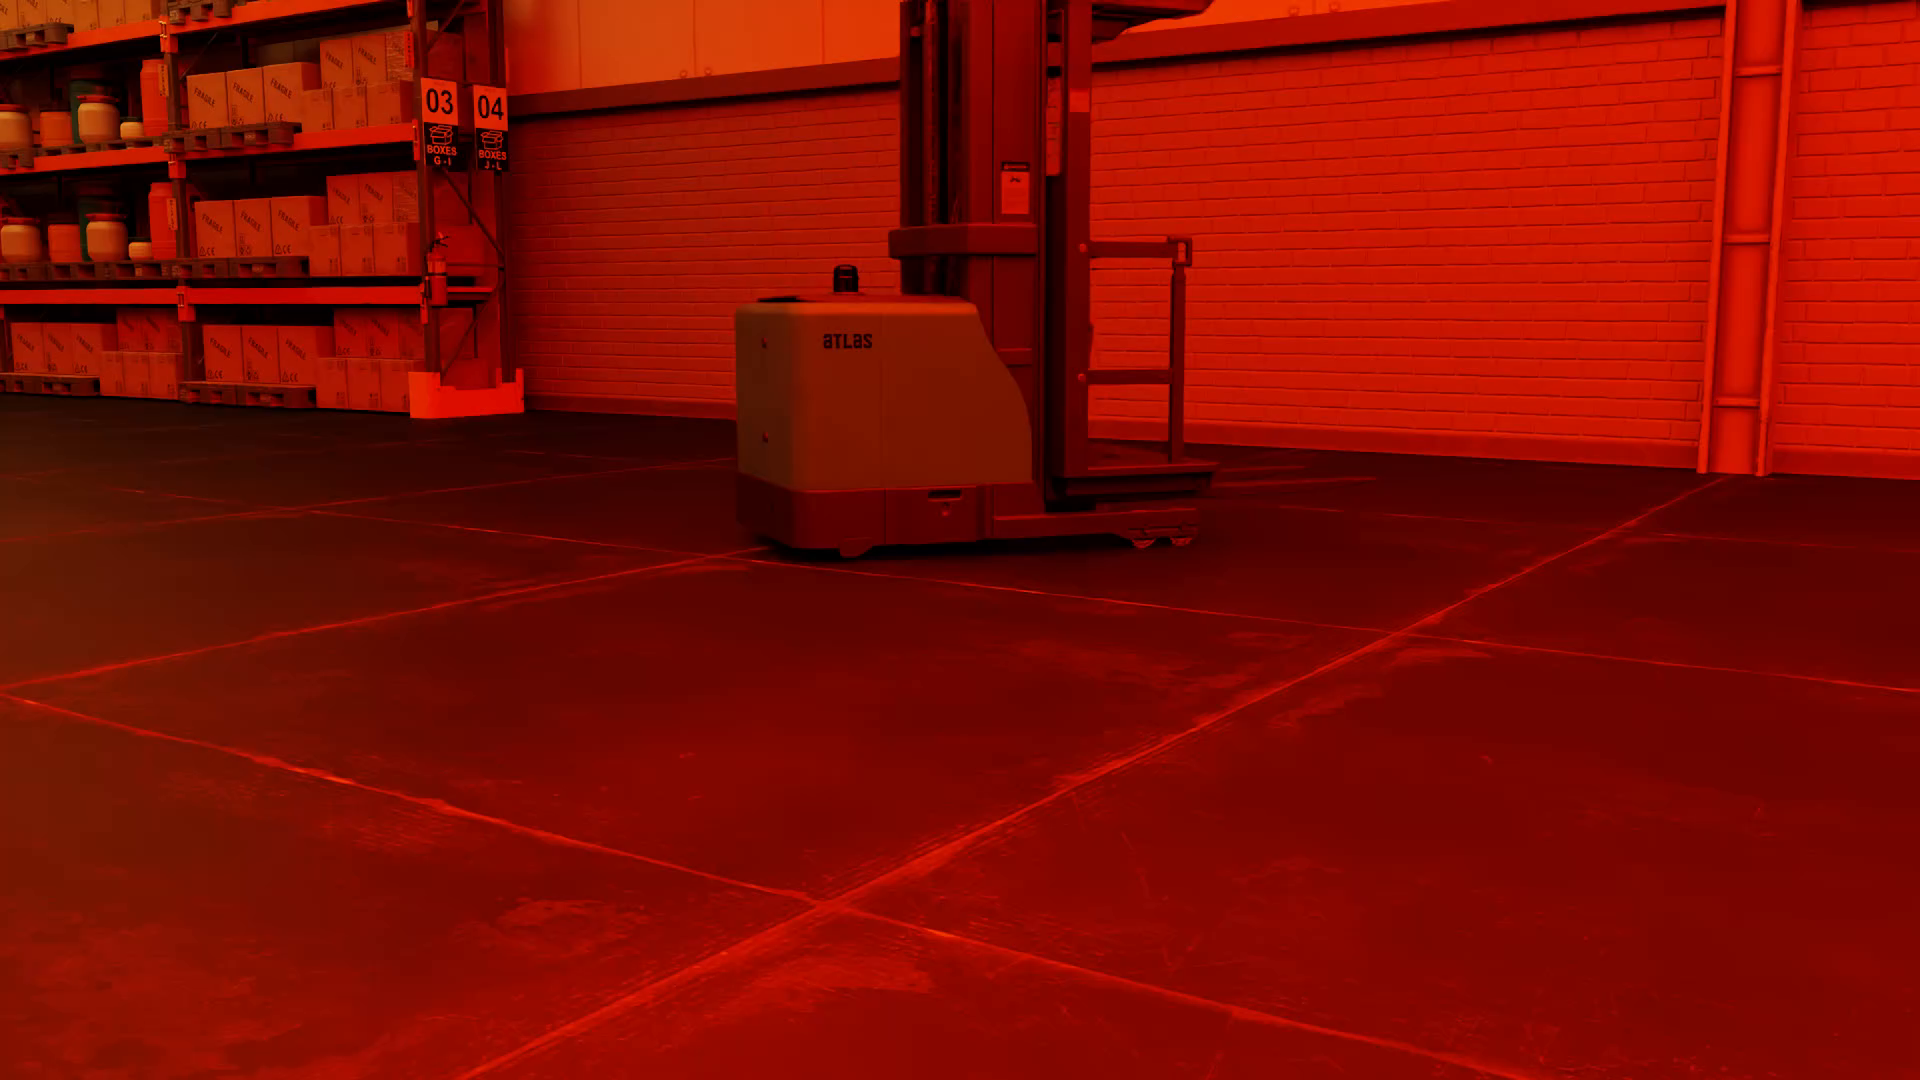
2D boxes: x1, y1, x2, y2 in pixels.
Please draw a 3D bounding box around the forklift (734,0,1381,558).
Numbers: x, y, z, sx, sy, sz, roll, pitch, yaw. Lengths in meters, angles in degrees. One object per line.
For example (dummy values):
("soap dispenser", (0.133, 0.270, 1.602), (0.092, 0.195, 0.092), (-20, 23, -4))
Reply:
("forklift", (0.529, -1.487, 7.651), (3.031, 2.935, 1.130), (-3, 9, -23))
